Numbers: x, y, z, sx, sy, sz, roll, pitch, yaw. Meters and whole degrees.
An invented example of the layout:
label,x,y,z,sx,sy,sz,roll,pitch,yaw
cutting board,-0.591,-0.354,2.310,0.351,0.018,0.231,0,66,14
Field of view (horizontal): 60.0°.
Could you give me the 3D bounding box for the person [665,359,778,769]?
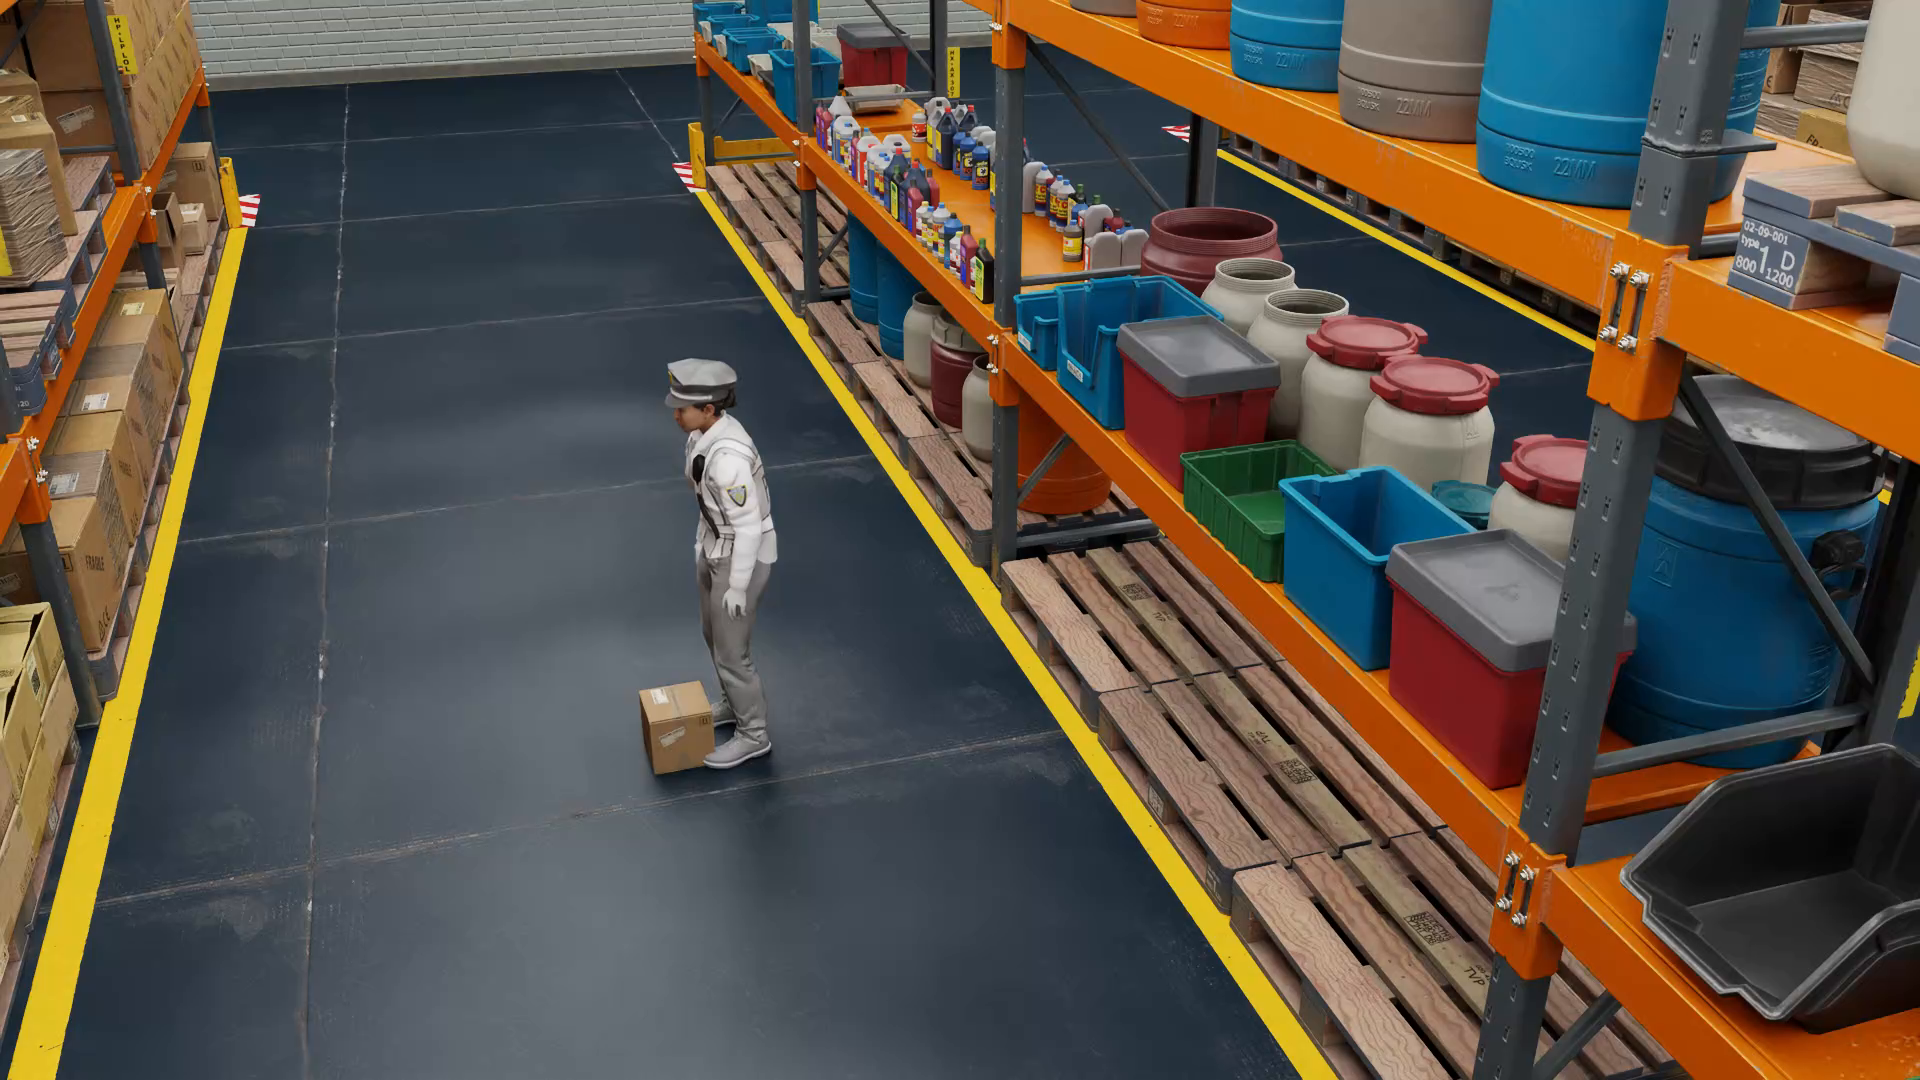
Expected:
label,x,y,z,sx,sy,sz,roll,pitch,yaw
person,-0.905,0.087,6.436,0.376,1.662,0.542,-10,28,-19
